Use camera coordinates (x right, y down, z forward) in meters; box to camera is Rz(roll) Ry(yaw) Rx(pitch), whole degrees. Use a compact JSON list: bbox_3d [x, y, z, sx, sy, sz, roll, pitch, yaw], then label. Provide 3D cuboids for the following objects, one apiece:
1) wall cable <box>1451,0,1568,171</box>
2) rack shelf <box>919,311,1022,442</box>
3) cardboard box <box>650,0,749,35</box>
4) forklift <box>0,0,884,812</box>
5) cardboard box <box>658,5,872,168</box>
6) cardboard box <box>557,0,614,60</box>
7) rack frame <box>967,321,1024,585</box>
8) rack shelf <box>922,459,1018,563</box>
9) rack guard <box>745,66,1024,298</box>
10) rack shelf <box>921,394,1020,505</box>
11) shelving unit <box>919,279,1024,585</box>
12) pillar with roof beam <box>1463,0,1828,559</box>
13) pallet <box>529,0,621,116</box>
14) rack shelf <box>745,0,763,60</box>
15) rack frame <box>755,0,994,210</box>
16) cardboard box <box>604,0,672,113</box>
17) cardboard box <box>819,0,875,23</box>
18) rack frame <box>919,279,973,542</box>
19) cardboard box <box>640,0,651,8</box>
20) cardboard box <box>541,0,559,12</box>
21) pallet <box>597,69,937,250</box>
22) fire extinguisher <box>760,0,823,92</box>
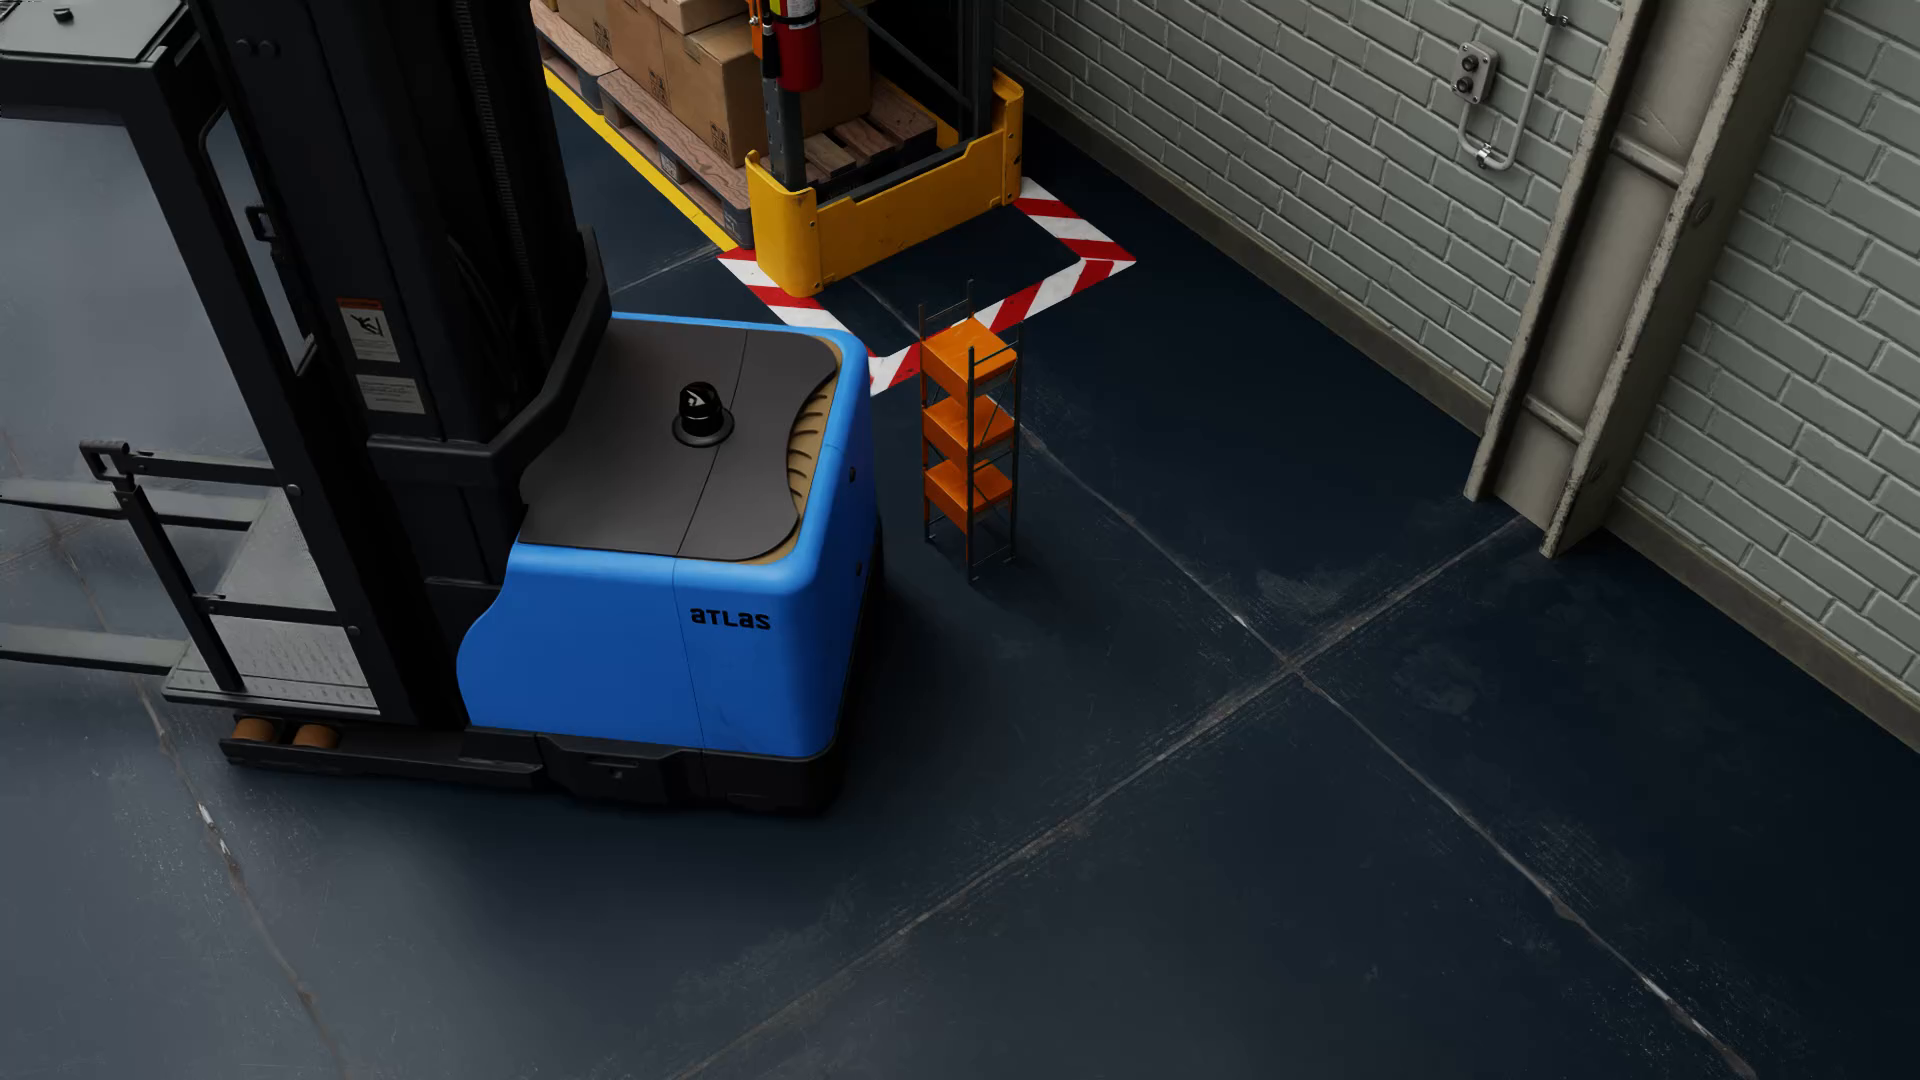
[{"bbox_3d":[1.228,-2.339,5.160,0.084,1.984,1.851,-29,54,-24],"label":"wall cable"},{"bbox_3d":[0.032,-0.505,5.130,0.215,0.259,0.240,-29,54,-24],"label":"rack shelf"},{"bbox_3d":[-1.026,-2.210,6.694,0.380,0.149,0.250,-30,54,-24],"label":"cardboard box"},{"bbox_3d":[-1.809,-0.652,4.363,3.031,2.935,1.130,5,48,5],"label":"forklift"},{"bbox_3d":[-0.803,-1.998,6.940,0.700,0.500,0.500,-29,54,-24],"label":"cardboard box"},{"bbox_3d":[-1.411,-2.589,7.476,0.700,0.500,0.500,-31,55,-25],"label":"cardboard box"},{"bbox_3d":[0.106,-0.249,5.267,0.200,1.050,0.008,-29,54,-24],"label":"rack frame"},{"bbox_3d":[0.032,-0.127,5.546,0.215,0.259,0.240,-29,54,-24],"label":"rack shelf"},{"bbox_3d":[-0.285,-1.475,6.750,1.175,0.500,0.348,-29,54,-24],"label":"rack guard"},{"bbox_3d":[0.032,-0.314,5.340,0.215,0.259,0.240,-29,54,-24],"label":"rack shelf"},{"bbox_3d":[0.032,-0.321,5.332,0.215,1.050,0.252,-29,54,-24],"label":"shelving unit"},{"bbox_3d":[-1.403,-1.208,0.771,9.100,9.000,0.400,-29,54,-24],"label":"pillar with roof beam"},{"bbox_3d":[-1.581,-2.547,7.917,1.003,0.211,1.213,-29,54,-24],"label":"pallet"},{"bbox_3d":[-1.511,-3.266,7.172,1.077,0.370,4.000,-29,54,-24],"label":"rack shelf"},{"bbox_3d":[-0.300,-2.328,5.836,1.000,3.000,0.127,-29,54,-24],"label":"rack frame"},{"bbox_3d":[-1.106,-2.293,7.208,0.700,0.500,0.500,-30,54,-24],"label":"cardboard box"},{"bbox_3d":[-0.568,-2.232,6.714,0.380,0.149,0.250,-29,54,-24],"label":"cardboard box"},{"bbox_3d":[-0.041,-0.393,5.398,0.200,1.050,0.008,-29,54,-24],"label":"rack frame"},{"bbox_3d":[-1.181,-2.360,6.831,0.380,0.149,0.250,-28,54,-23],"label":"cardboard box"},{"bbox_3d":[-1.740,-2.900,7.758,0.700,0.500,0.500,-28,54,-23],"label":"cardboard box"},{"bbox_3d":[-0.846,-1.828,7.265,1.003,0.211,1.213,-29,54,-24],"label":"pallet"},{"bbox_3d":[-0.576,-1.881,5.735,0.296,0.674,0.183,-29,54,-24],"label":"fire extinguisher"}]
